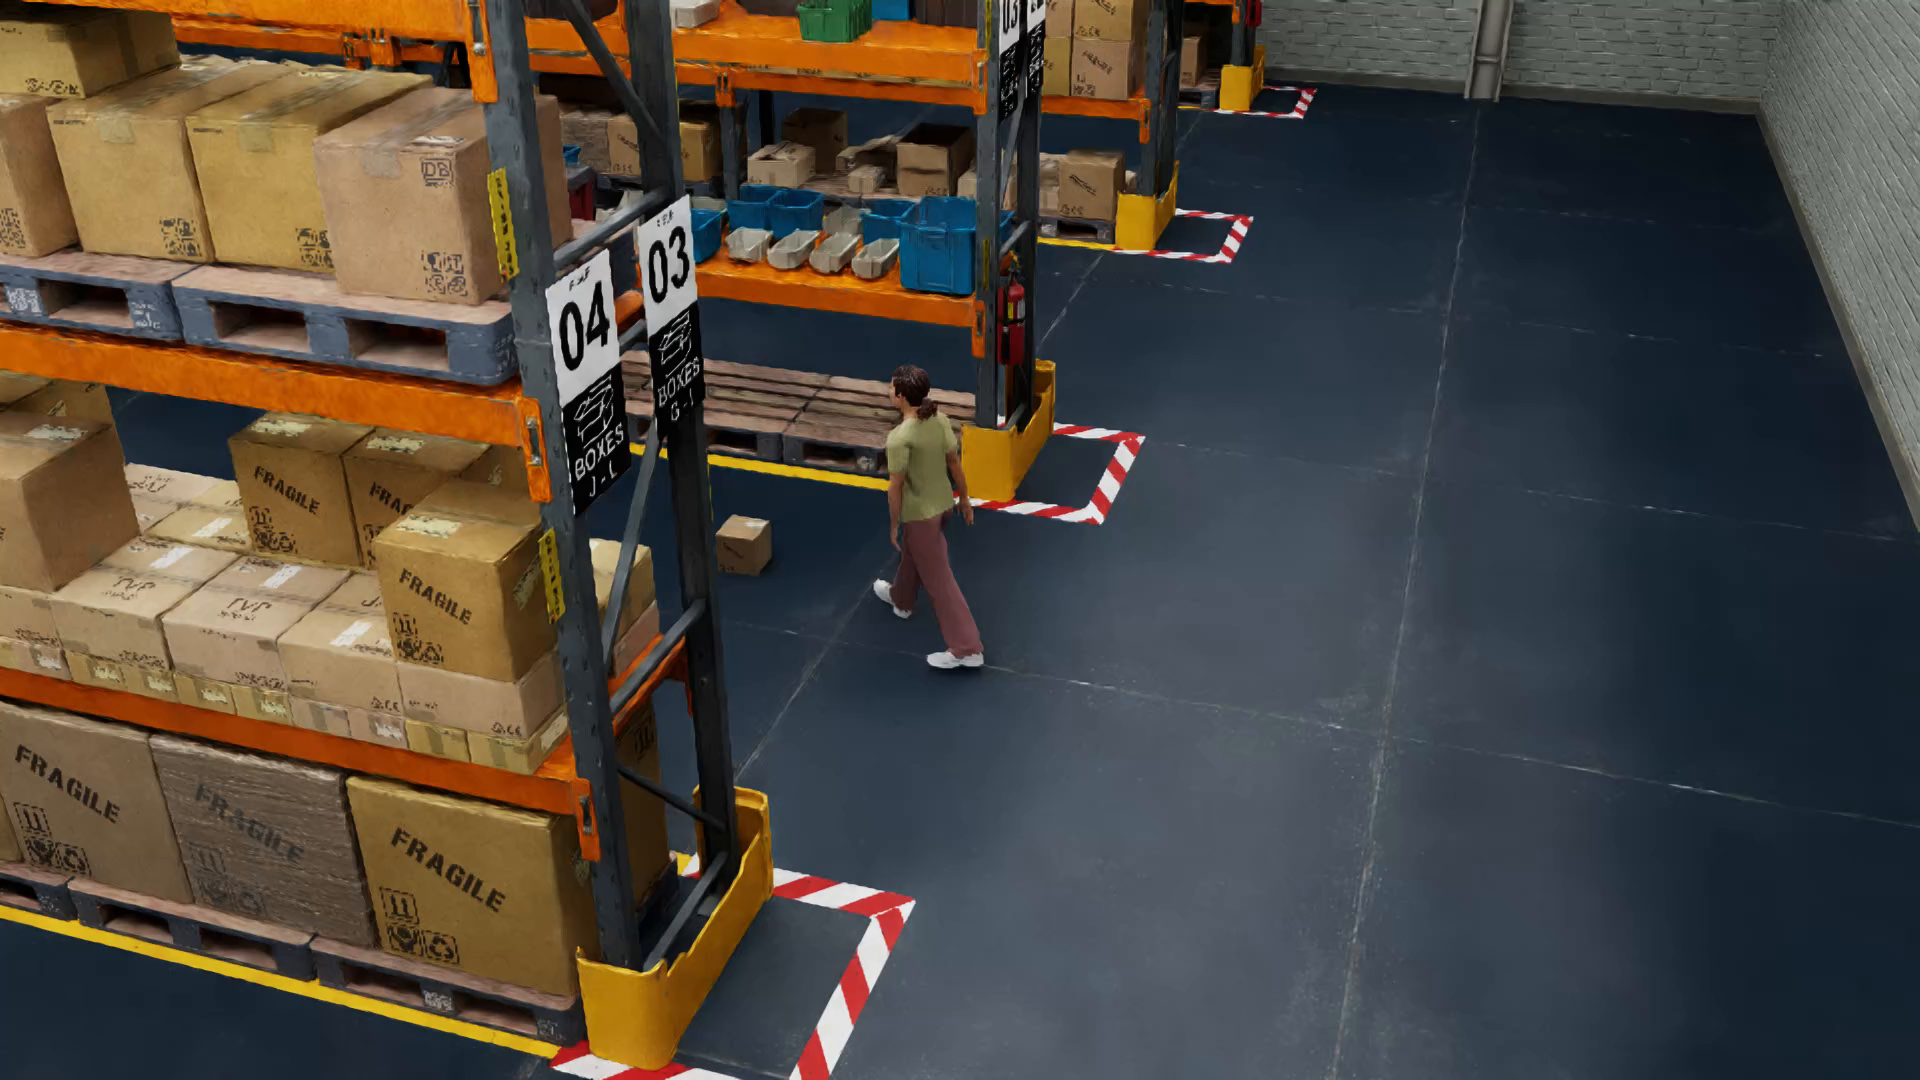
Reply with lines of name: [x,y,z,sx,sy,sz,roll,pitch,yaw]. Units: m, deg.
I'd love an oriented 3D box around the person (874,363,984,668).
person: [-0.223,-0.058,8.889,0.947,1.381,0.487,21,35,32]
